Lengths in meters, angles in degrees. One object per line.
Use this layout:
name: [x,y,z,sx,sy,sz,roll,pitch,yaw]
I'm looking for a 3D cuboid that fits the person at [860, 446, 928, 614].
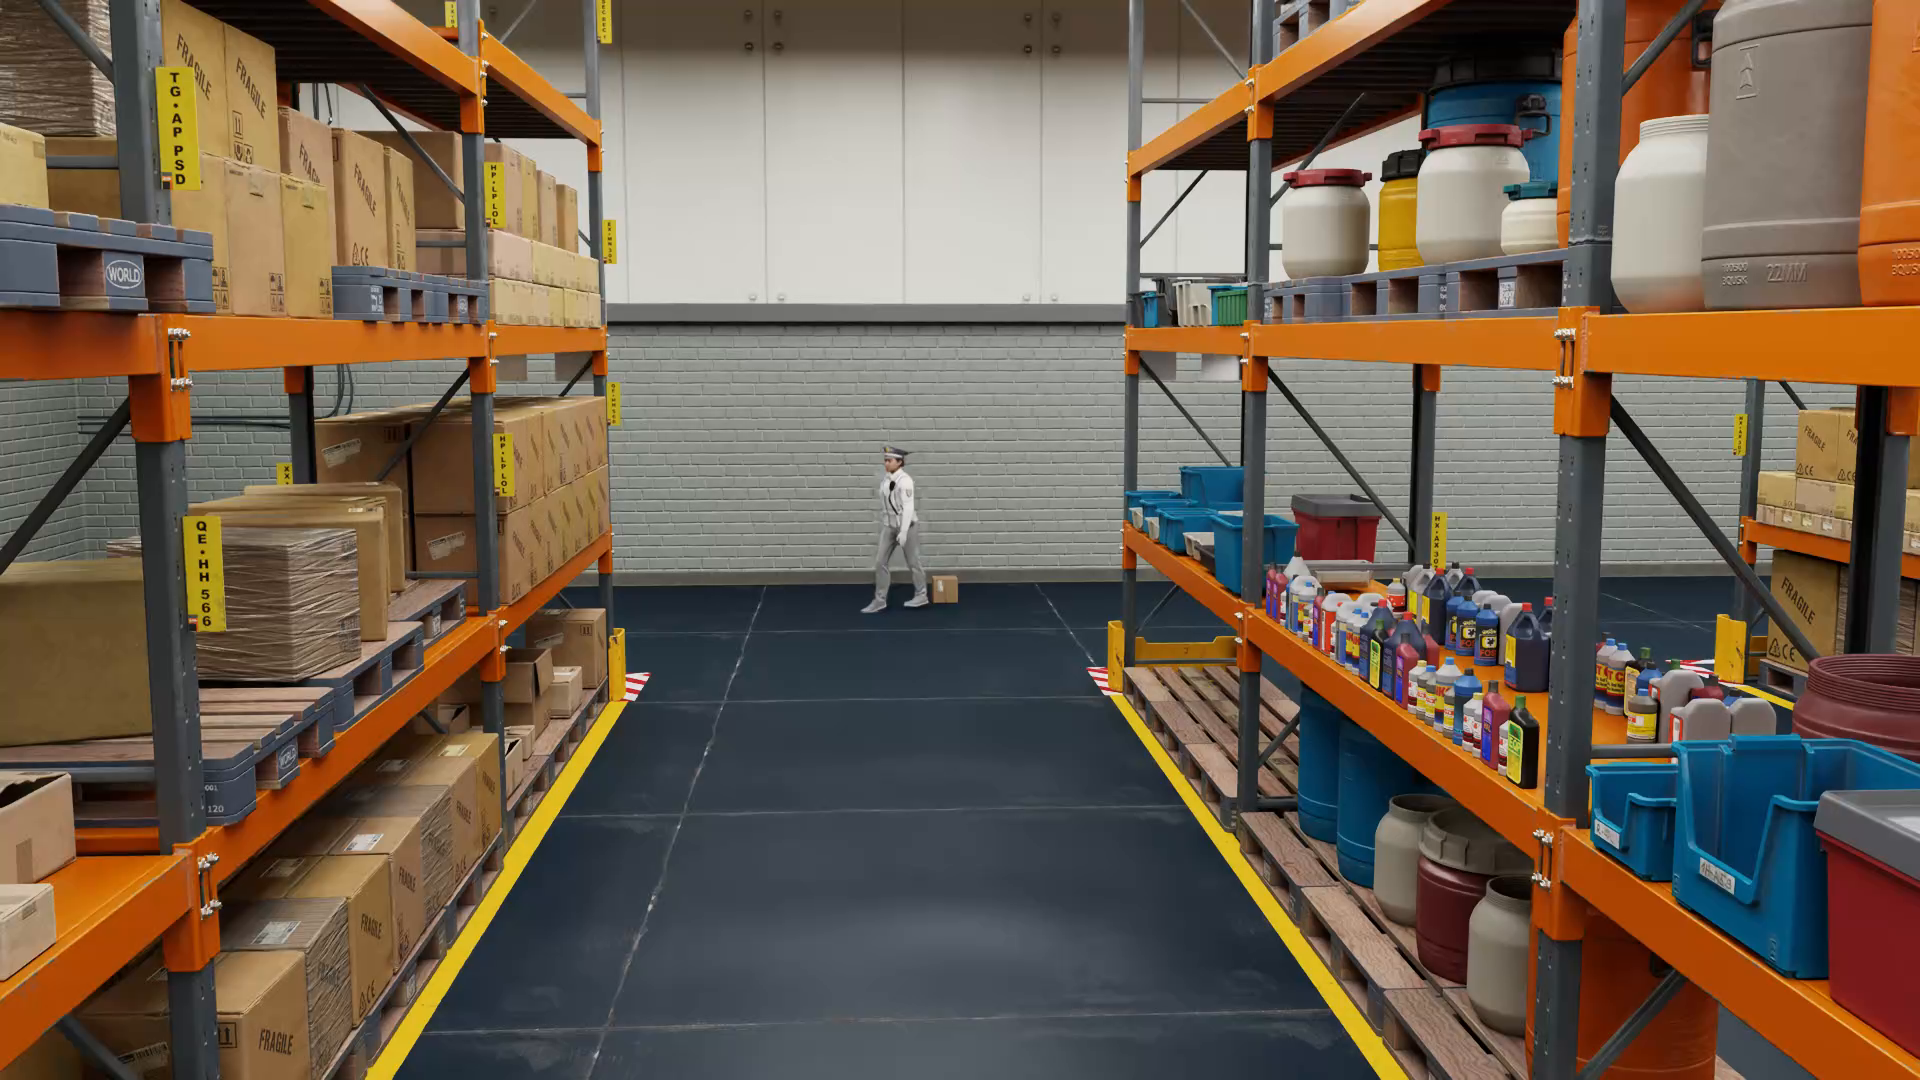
person: [-0.609,-0.103,16.602,0.715,1.695,0.508,-6,9,-40]
